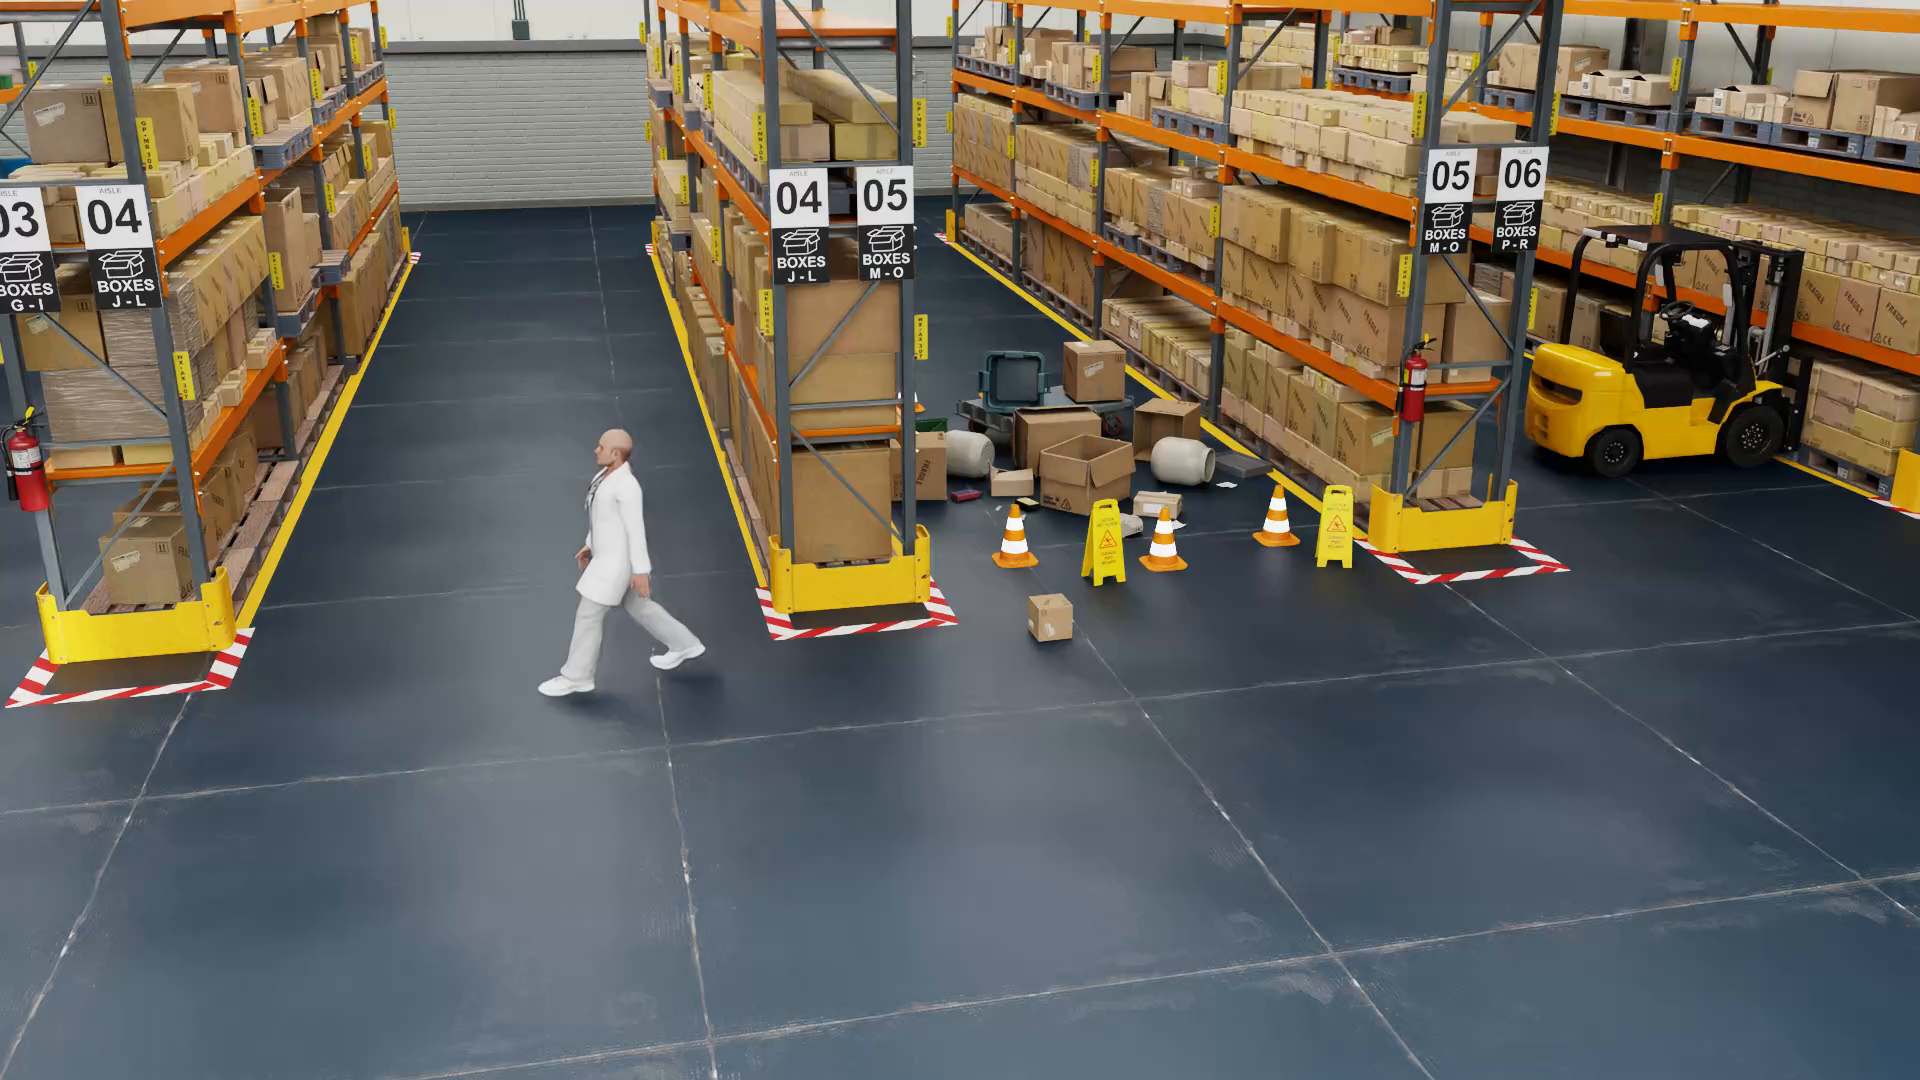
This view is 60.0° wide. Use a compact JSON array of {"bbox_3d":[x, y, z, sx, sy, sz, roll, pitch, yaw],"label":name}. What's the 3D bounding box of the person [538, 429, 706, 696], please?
[{"bbox_3d":[-2.230,0.118,10.751,1.113,1.730,0.612,-6,20,-16],"label":"person"}]
